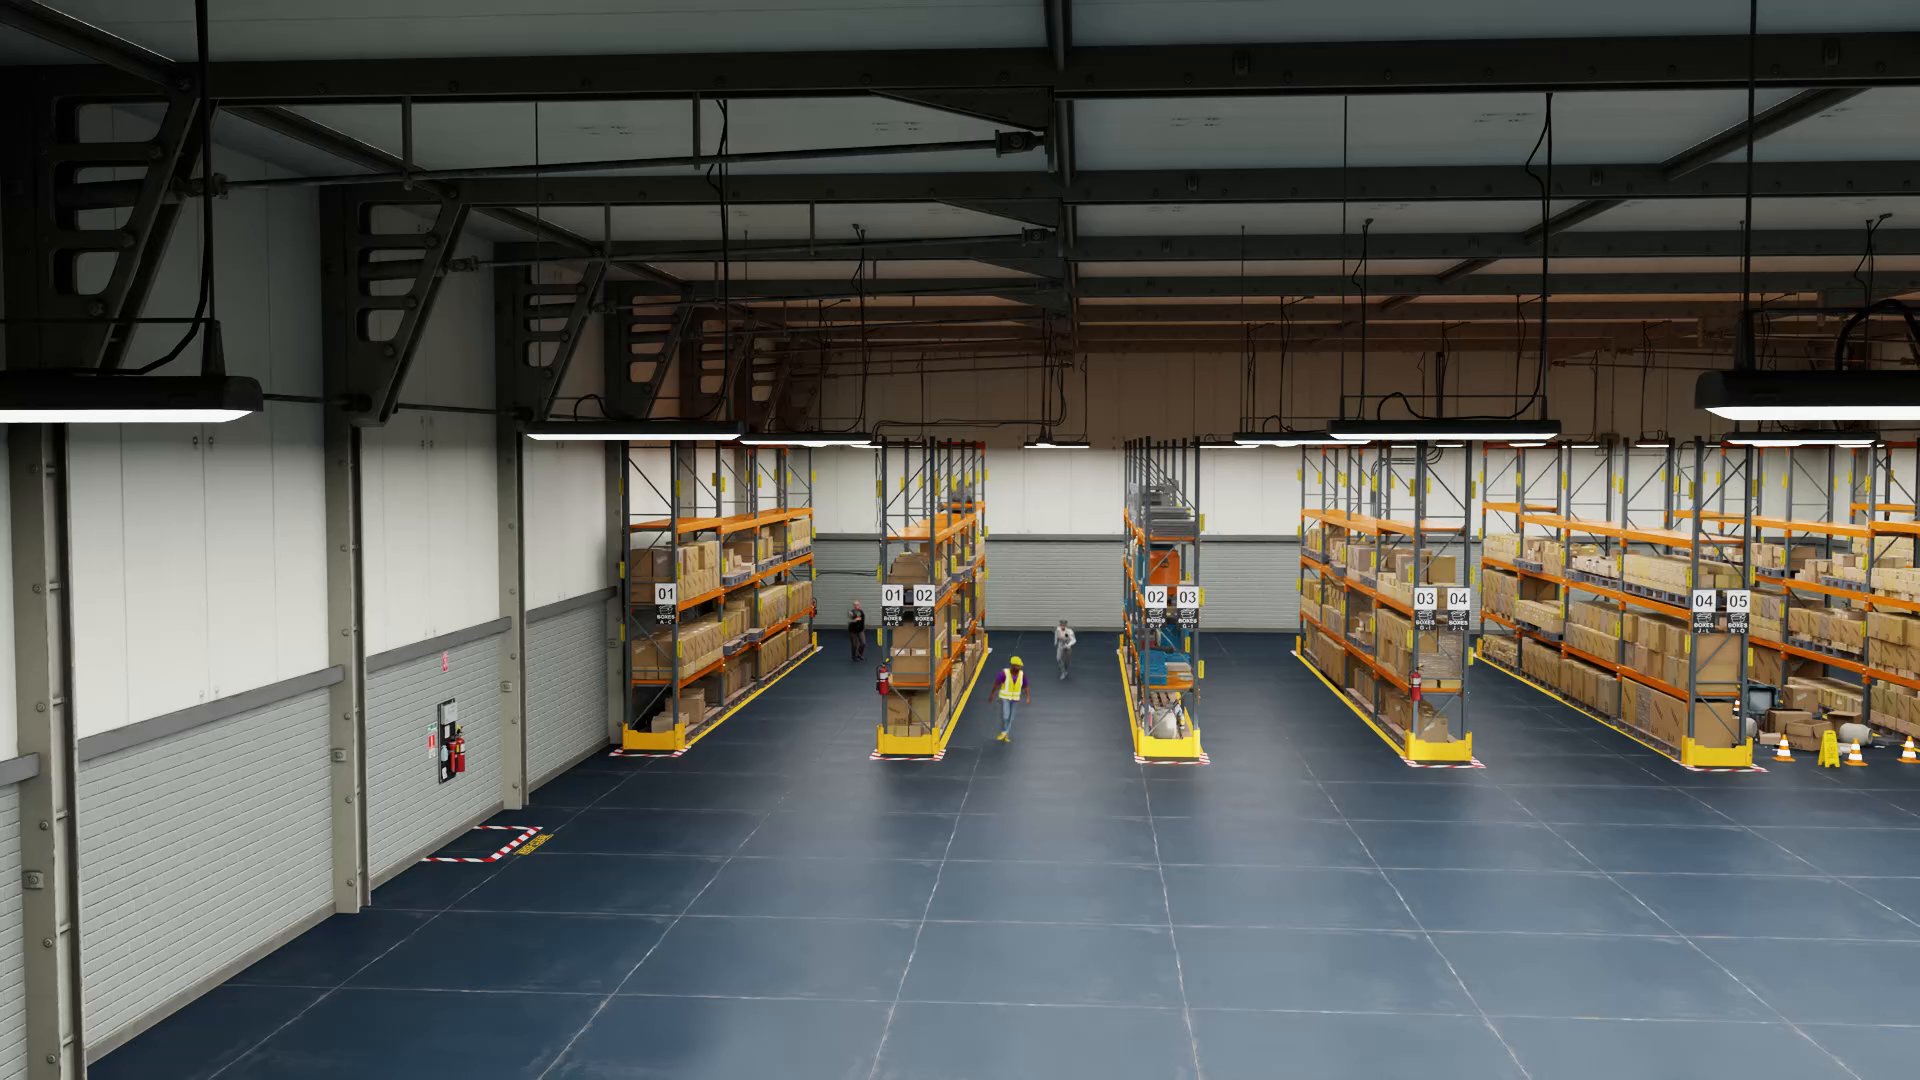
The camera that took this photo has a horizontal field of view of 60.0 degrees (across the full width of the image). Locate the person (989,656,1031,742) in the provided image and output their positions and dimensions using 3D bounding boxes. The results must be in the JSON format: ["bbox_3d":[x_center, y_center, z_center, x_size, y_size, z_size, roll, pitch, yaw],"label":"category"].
[{"bbox_3d":[0.984,3.117,32.511,0.707,1.714,0.677,-1,3,-22],"label":"person"}]

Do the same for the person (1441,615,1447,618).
[{"bbox_3d":[13.303,2.383,46.363,0.701,1.802,0.681,1,3,17],"label":"person"}]

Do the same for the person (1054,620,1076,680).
[{"bbox_3d":[2.655,2.721,41.800,0.619,1.505,0.999,1,3,15],"label":"person"}]

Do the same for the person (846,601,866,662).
[{"bbox_3d":[-2.812,2.494,44.991,0.634,1.701,0.875,-1,3,-21],"label":"person"}]

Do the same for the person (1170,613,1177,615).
[{"bbox_3d":[6.192,2.350,48.233,0.414,1.646,0.635,-1,3,-11],"label":"person"}]
